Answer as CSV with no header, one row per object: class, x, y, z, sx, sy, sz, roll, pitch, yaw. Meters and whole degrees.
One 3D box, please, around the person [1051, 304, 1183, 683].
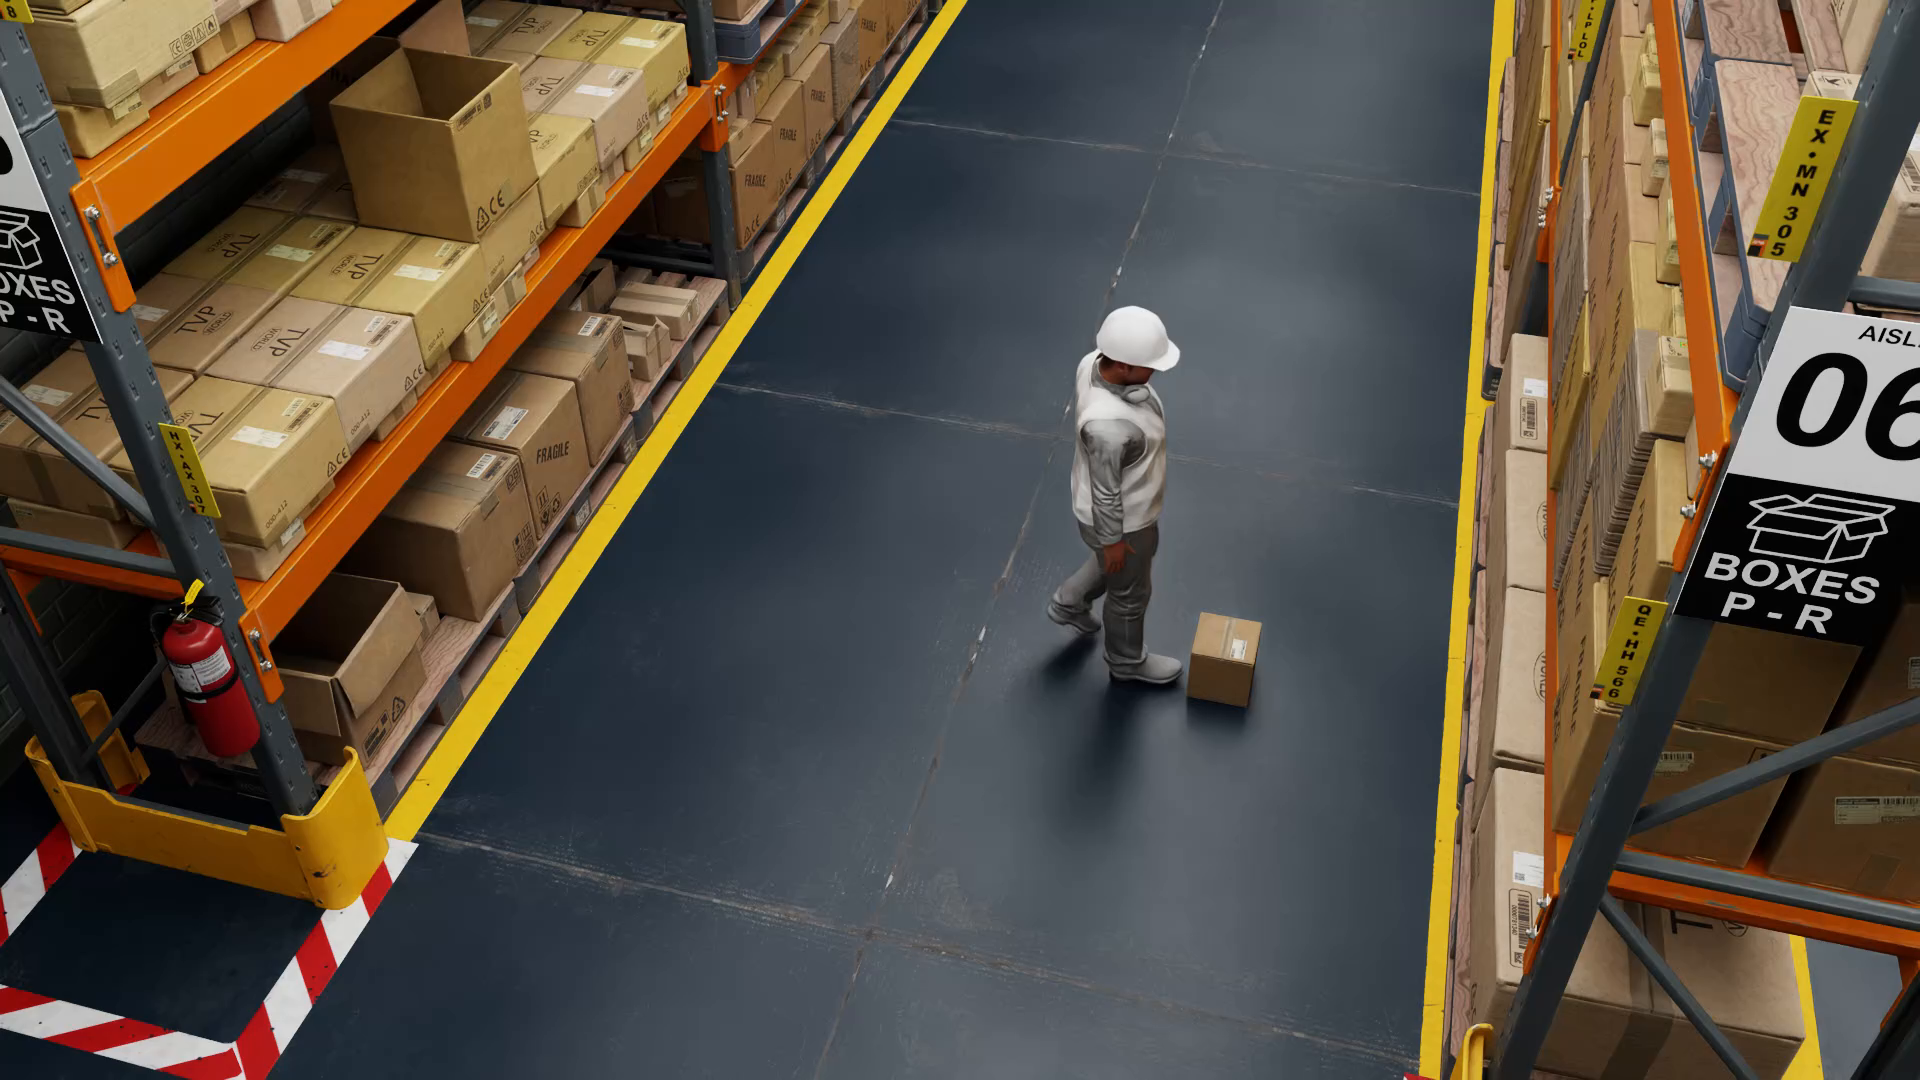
person,0.642,-0.151,6.285,0.545,1.770,0.559,2,41,2
